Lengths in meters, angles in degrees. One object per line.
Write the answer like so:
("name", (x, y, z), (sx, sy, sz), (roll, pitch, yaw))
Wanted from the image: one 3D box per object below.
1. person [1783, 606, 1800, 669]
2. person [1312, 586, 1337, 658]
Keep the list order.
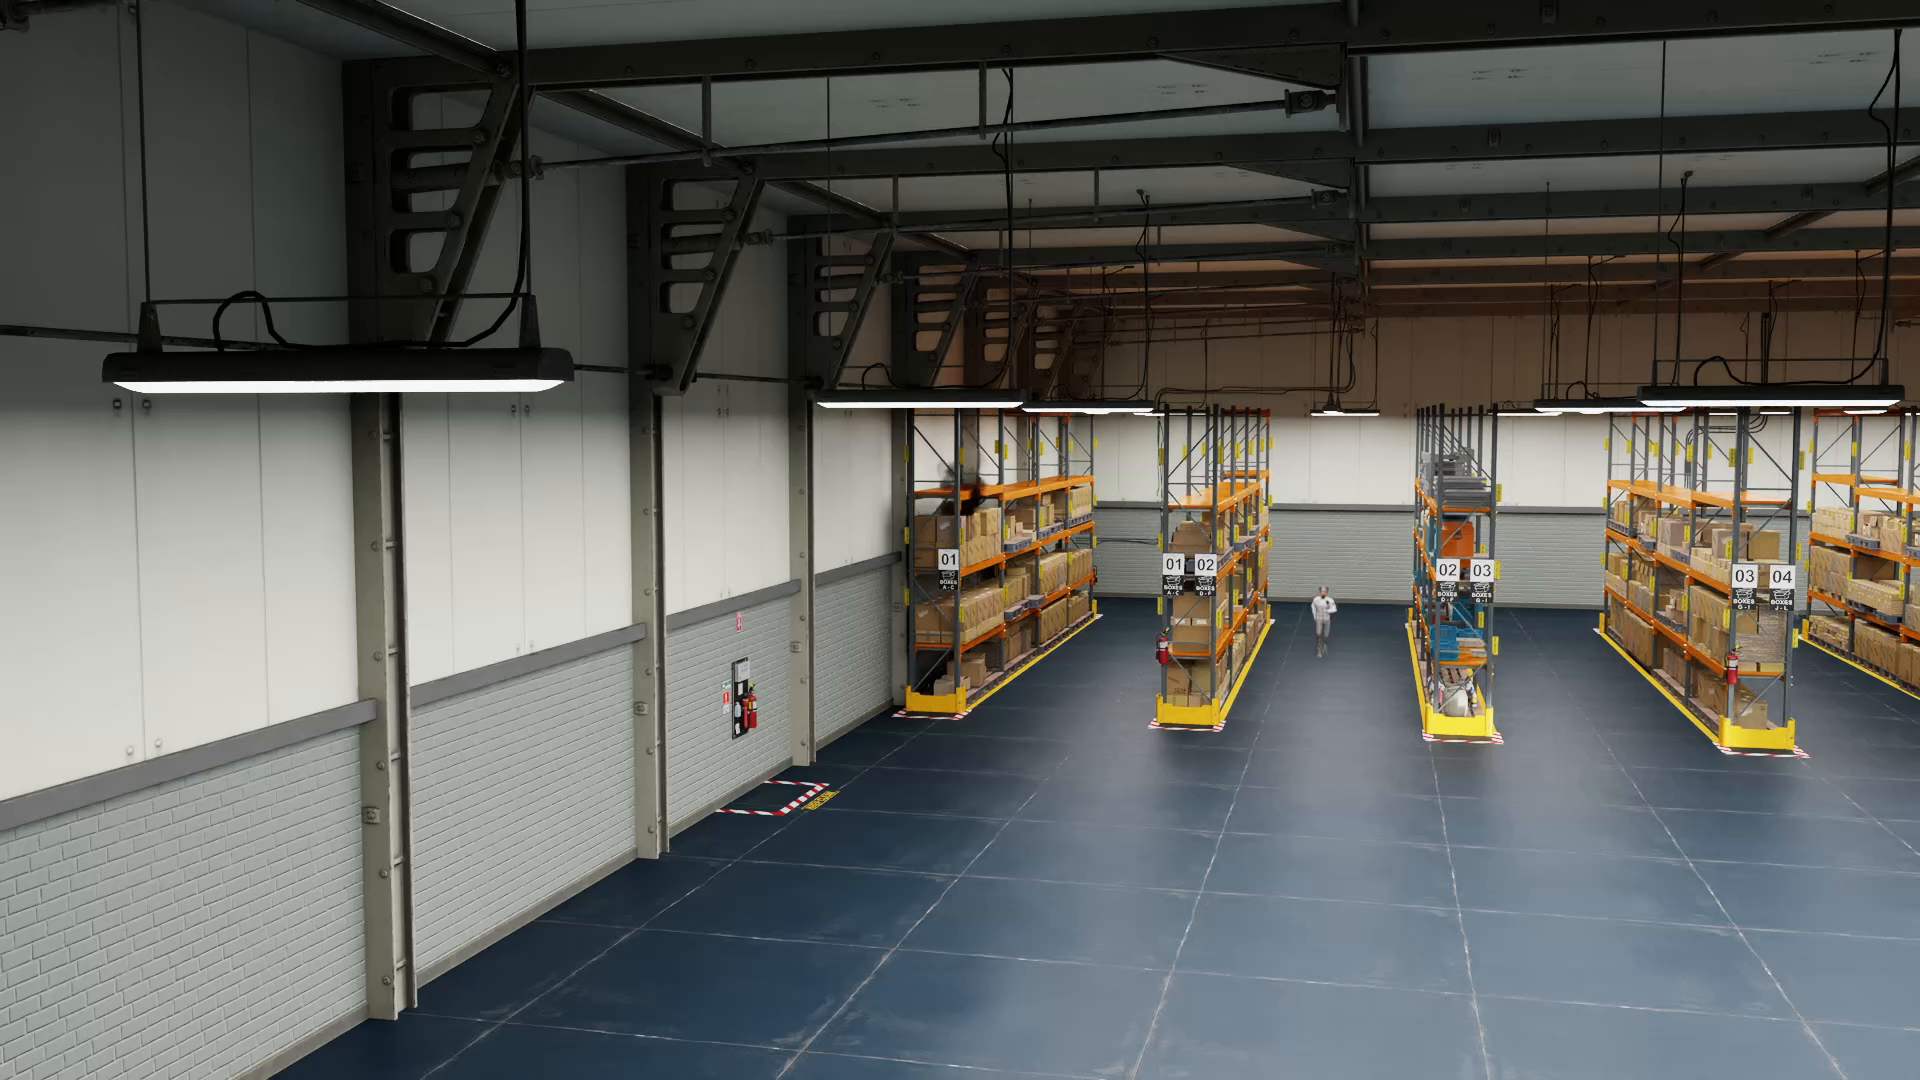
("person", (18.841, 2.061, 38.025), (0.653, 1.798, 0.822), (1, 4, 13))
("person", (8.807, 1.966, 40.225), (0.582, 1.746, 0.968), (1, 4, 11))
